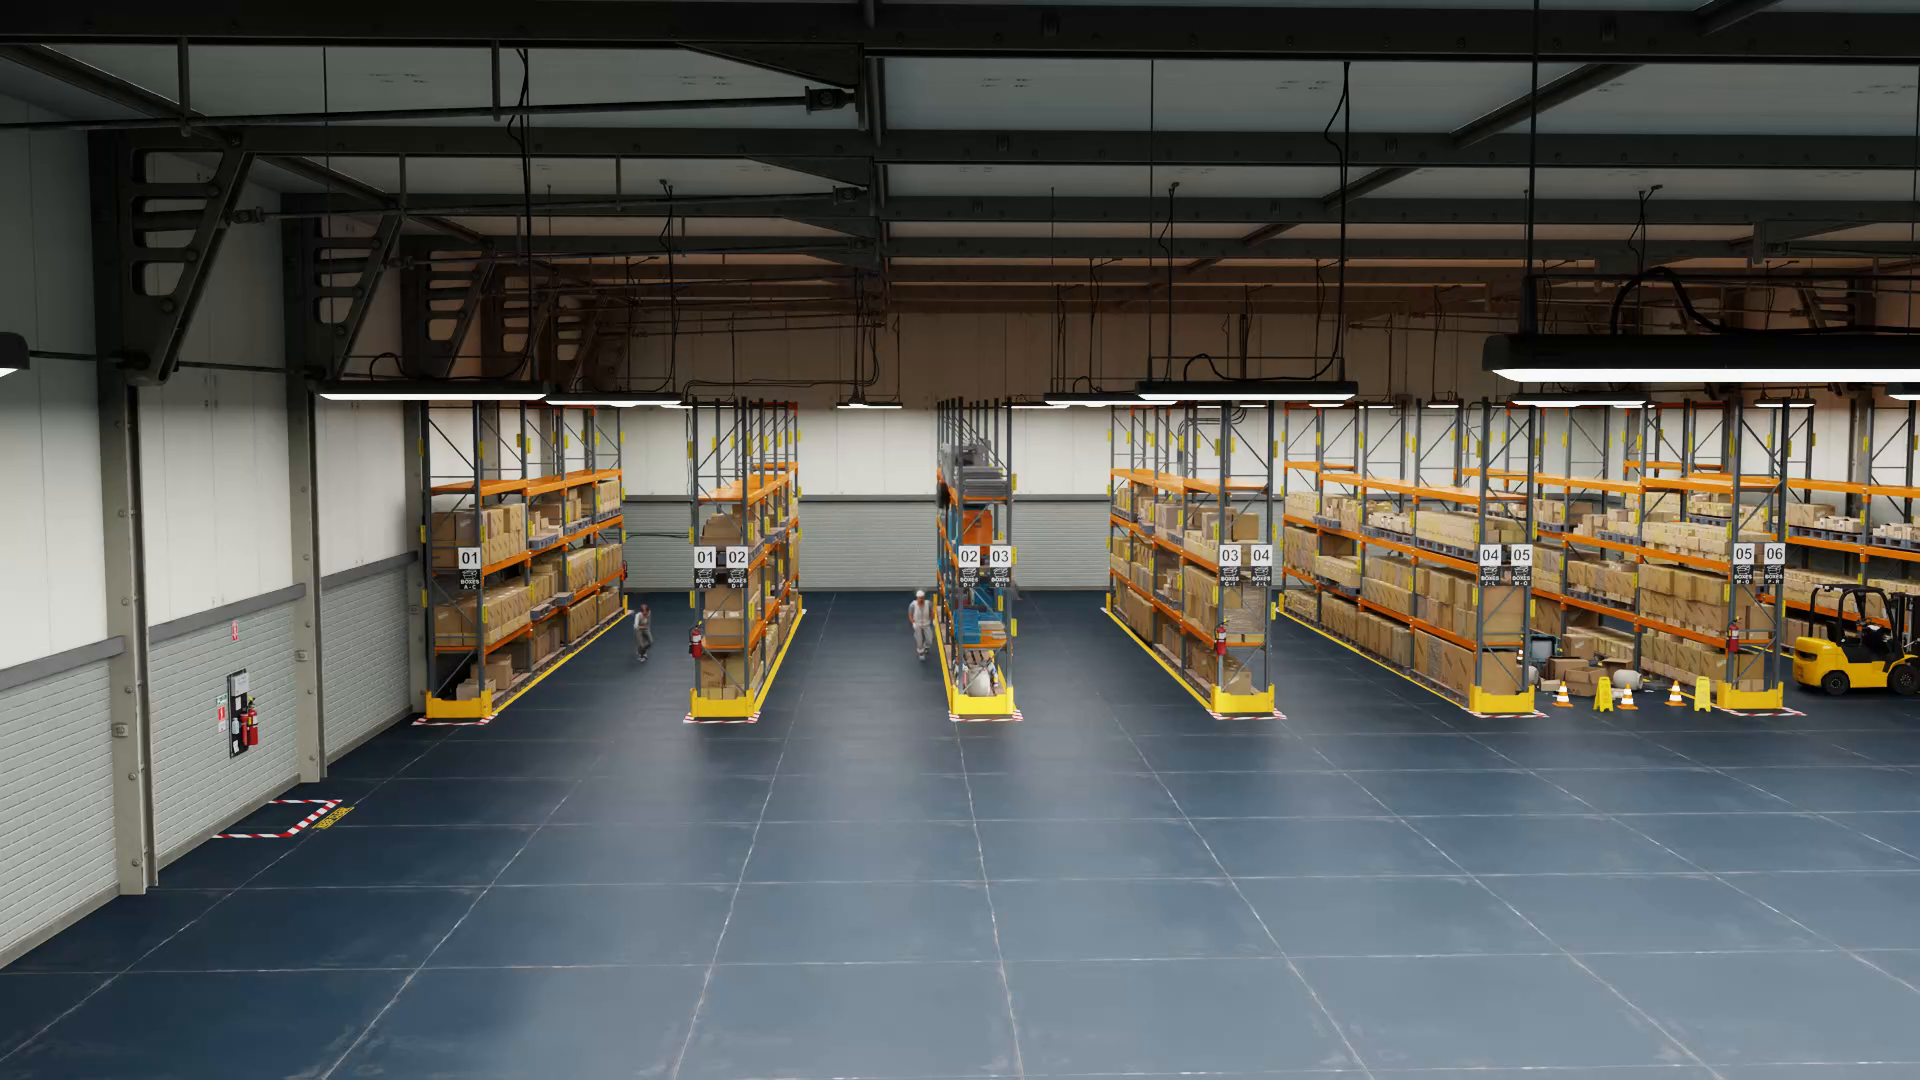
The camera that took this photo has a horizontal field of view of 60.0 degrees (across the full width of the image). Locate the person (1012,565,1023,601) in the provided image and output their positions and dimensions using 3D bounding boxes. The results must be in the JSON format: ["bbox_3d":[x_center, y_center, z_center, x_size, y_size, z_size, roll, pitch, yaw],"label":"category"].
[{"bbox_3d":[1.457,1.031,50.091,0.878,1.610,0.582,4,6,43],"label":"person"}]

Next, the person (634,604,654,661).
[{"bbox_3d":[-7.198,2.119,37.827,0.581,1.375,0.889,-3,5,-36],"label":"person"}]

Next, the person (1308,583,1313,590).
[{"bbox_3d":[10.538,1.069,48.962,0.571,1.749,0.661,0,4,-5],"label":"person"}]

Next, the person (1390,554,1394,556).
[{"bbox_3d":[12.231,1.265,46.533,0.697,1.740,0.940,-4,6,-40],"label":"person"}]

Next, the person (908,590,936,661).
[{"bbox_3d":[-0.864,1.954,38.005,0.680,1.671,0.837,-1,5,-12],"label":"person"}]
